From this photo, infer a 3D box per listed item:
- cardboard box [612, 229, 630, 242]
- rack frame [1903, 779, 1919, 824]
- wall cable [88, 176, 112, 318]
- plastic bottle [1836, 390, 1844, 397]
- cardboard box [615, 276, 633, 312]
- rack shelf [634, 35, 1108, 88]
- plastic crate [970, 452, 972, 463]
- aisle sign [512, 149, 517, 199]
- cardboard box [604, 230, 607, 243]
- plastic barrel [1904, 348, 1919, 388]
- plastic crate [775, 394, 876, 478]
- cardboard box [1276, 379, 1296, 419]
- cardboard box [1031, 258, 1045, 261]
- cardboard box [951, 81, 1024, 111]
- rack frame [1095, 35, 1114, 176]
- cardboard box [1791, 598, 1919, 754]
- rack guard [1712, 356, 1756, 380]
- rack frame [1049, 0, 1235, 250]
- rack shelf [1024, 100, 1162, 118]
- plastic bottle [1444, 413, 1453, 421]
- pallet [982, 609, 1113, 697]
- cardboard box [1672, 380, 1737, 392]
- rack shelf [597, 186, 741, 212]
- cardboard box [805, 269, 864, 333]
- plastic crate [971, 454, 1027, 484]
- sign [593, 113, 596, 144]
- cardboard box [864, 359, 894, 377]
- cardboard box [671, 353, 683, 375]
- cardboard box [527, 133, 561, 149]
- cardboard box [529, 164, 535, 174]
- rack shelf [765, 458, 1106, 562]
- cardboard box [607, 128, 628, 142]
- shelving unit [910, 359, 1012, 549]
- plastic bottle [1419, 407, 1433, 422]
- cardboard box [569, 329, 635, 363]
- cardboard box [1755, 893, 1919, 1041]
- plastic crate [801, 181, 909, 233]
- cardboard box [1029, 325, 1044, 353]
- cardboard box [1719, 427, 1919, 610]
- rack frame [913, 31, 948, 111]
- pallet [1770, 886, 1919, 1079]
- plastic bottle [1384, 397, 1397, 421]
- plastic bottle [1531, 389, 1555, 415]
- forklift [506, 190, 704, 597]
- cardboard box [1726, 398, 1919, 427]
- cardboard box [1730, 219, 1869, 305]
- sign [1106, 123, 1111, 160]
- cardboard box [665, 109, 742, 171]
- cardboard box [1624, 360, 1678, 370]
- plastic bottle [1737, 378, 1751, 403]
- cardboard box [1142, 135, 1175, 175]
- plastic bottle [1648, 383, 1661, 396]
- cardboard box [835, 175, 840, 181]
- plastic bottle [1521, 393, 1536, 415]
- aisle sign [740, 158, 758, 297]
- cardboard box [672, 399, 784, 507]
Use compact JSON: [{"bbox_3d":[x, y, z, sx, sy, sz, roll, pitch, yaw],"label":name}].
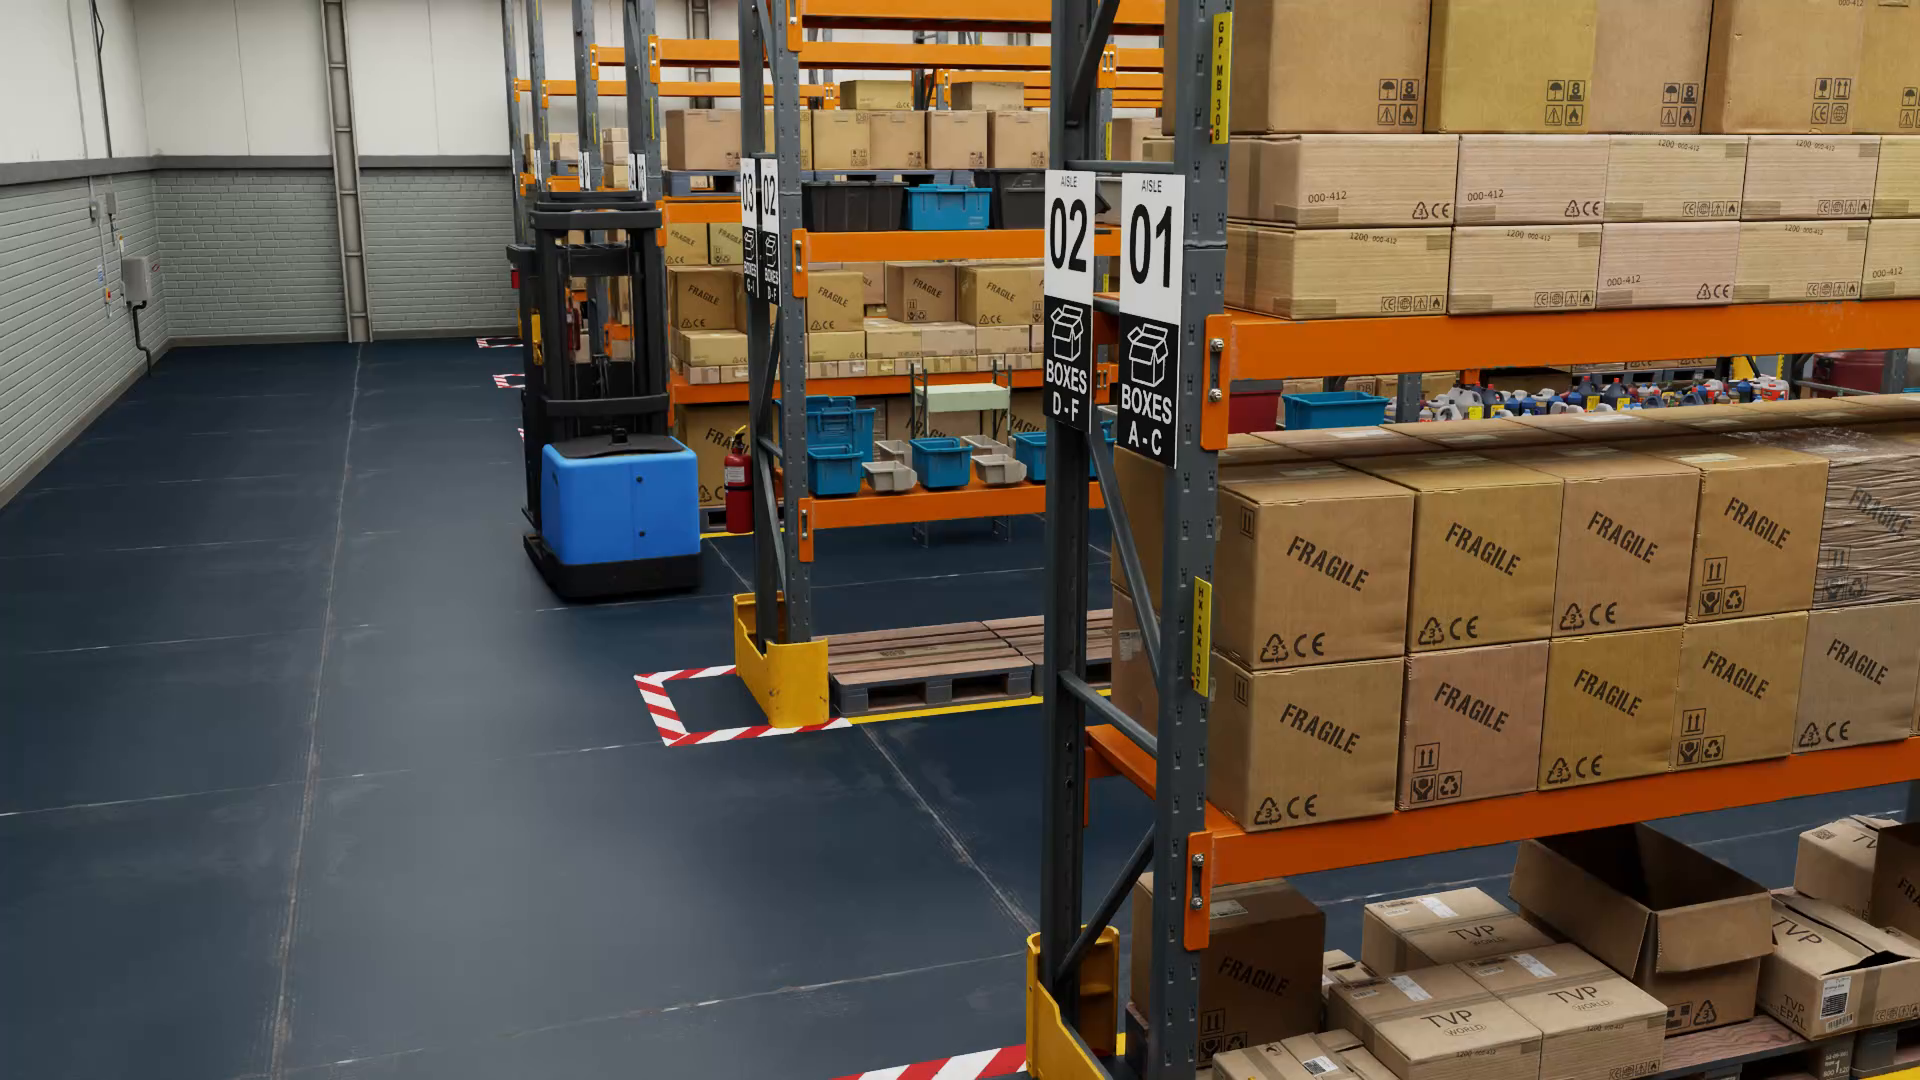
[{"bbox_3d":[-3.632,-3.350,18.724,0.500,0.500,0.500,-5,14,-18],"label":"cardboard box"},{"bbox_3d":[4.291,0.278,6.493,0.127,3.000,1.000,-4,14,-18],"label":"rack frame"},{"bbox_3d":[-11.154,-3.862,21.632,0.123,1.953,0.585,-4,14,-18],"label":"wall cable"},{"bbox_3d":[6.258,-0.924,11.797,0.133,0.283,0.061,-4,14,-18],"label":"plastic bottle"},{"bbox_3d":[-3.629,-2.861,18.830,0.500,0.500,0.500,-4,14,-15],"label":"cardboard box"},{"bbox_3d":[-0.761,-4.122,14.443,4.000,0.370,1.077,-4,14,-18],"label":"rack shelf"},{"bbox_3d":[-0.082,-0.533,10.340,0.243,0.136,0.396,-4,14,-18],"label":"plastic crate"},{"bbox_3d":[-7.374,-6.057,27.507,0.004,0.787,0.394,-4,14,-18],"label":"aisle sign"},{"bbox_3d":[-4.784,-4.321,23.450,0.500,0.500,0.500,-5,14,-20],"label":"cardboard box"},{"bbox_3d":[7.413,-1.281,12.806,0.421,0.512,0.421,0,13,0],"label":"plastic barrel"},{"bbox_3d":[-0.819,-0.626,10.085,0.499,0.435,0.616,-4,14,-18],"label":"plastic crate"},{"bbox_3d":[2.582,-1.184,16.320,0.875,0.875,1.225,-5,14,-20],"label":"cardboard box"},{"bbox_3d":[0.912,-3.348,20.087,0.250,0.149,0.380,-5,14,-19],"label":"cardboard box"},{"bbox_3d":[0.242,-3.953,14.837,0.500,0.250,0.500,-5,14,-22],"label":"cardboard box"},{"bbox_3d":[1.135,-4.814,14.934,0.127,3.000,1.000,-4,14,-18],"label":"rack frame"},{"bbox_3d":[2.925,0.399,5.767,0.500,0.500,0.500,-4,14,-17],"label":"cardboard box"},{"bbox_3d":[11.045,-2.662,24.253,0.348,0.500,1.175,-4,14,-18],"label":"rack guard"},{"bbox_3d":[0.500,-2.346,4.557,0.127,3.000,1.000,-4,14,-18],"label":"rack frame"},{"bbox_3d":[2.074,-7.974,30.638,4.000,0.370,1.077,-4,14,-18],"label":"rack shelf"},{"bbox_3d":[3.198,-0.686,10.795,0.133,0.283,0.061,-4,14,-18],"label":"plastic bottle"},{"bbox_3d":[0.872,0.701,10.738,1.213,0.211,1.003,-4,14,-18],"label":"pallet"},{"bbox_3d":[8.128,-1.443,18.178,0.500,0.500,0.700,-6,14,-22],"label":"cardboard box"},{"bbox_3d":[-2.247,-3.952,19.348,4.000,0.370,1.077,-4,14,-18],"label":"rack shelf"},{"bbox_3d":[-1.152,-2.089,14.505,0.500,0.500,0.500,-5,14,-20],"label":"cardboard box"},{"bbox_3d":[0.236,-0.416,9.850,0.298,0.136,0.250,-4,14,-18],"label":"plastic crate"},{"bbox_3d":[-3.969,-4.461,18.043,0.005,0.325,0.100,-4,14,-18],"label":"sign"},{"bbox_3d":[-0.757,-1.545,14.700,0.250,0.149,0.380,-5,14,-19],"label":"cardboard box"},{"bbox_3d":[-2.424,-1.576,14.830,0.250,0.149,0.380,-4,14,-17],"label":"cardboard box"},{"bbox_3d":[-6.903,-6.614,27.584,0.500,0.250,0.500,-5,14,-19],"label":"cardboard box"},{"bbox_3d":[-7.027,-6.171,27.667,0.250,0.149,0.380,-4,14,-17],"label":"cardboard box"},{"bbox_3d":[0.819,-0.311,10.524,4.000,0.370,1.077,-4,14,-18],"label":"rack shelf"},{"bbox_3d":[-3.763,-4.493,18.448,0.250,0.149,0.380,-5,14,-19],"label":"cardboard box"},{"bbox_3d":[0.006,-0.730,13.971,0.755,1.500,0.431,-4,14,-18],"label":"shelving unit"},{"bbox_3d":[3.232,-0.823,11.551,0.097,0.201,0.097,0,13,0],"label":"plastic bottle"},{"bbox_3d":[-5.223,-2.802,24.069,0.875,0.438,0.875,-5,14,-20],"label":"cardboard box"},{"bbox_3d":[3.131,1.531,6.082,0.500,0.311,0.500,-4,14,-18],"label":"cardboard box"},{"bbox_3d":[-0.623,-1.877,9.351,0.590,0.269,0.497,-4,14,-18],"label":"plastic crate"},{"bbox_3d":[0.800,-1.877,15.232,0.500,0.250,0.500,-5,14,-19],"label":"cardboard box"},{"bbox_3d":[2.932,-0.088,5.652,0.500,0.500,0.500,-4,14,-18],"label":"cardboard box"},{"bbox_3d":[-0.351,-5.909,19.539,0.127,3.000,1.000,-4,14,-18],"label":"rack frame"},{"bbox_3d":[3.640,1.685,6.603,1.213,0.211,1.003,-4,14,-18],"label":"pallet"},{"bbox_3d":[2.985,-0.848,11.496,0.135,0.276,0.152,-4,14,-18],"label":"plastic bottle"},{"bbox_3d":[4.157,-0.940,11.879,0.135,0.276,0.152,-4,14,-18],"label":"plastic bottle"},{"bbox_3d":[-2.948,-1.301,13.280,1.130,2.935,3.031,-5,14,-22],"label":"forklift"},{"bbox_3d":[3.266,-0.246,6.318,0.500,0.500,0.500,-5,14,-20],"label":"cardboard box"},{"bbox_3d":[2.491,-0.905,5.308,0.500,0.250,0.500,-4,14,-18],"label":"cardboard box"},{"bbox_3d":[1.313,-3.523,14.701,0.005,0.325,0.100,-4,14,-18],"label":"sign"},{"bbox_3d":[-2.180,-3.411,14.179,0.500,0.500,0.700,-5,14,-21],"label":"cardboard box"},{"bbox_3d":[9.567,-2.917,23.607,0.875,0.875,0.875,-5,14,-19],"label":"cardboard box"},{"bbox_3d":[5.874,-1.078,12.470,0.097,0.271,0.097,0,13,0],"label":"plastic bottle"},{"bbox_3d":[0.905,-1.150,5.259,0.500,0.250,0.500,-4,14,-18],"label":"cardboard box"},{"bbox_3d":[5.090,-1.017,12.214,0.097,0.271,0.097,0,13,0],"label":"plastic bottle"},{"bbox_3d":[-1.688,-4.209,19.199,0.500,0.250,0.500,-5,14,-19],"label":"cardboard box"},{"bbox_3d":[3.994,-0.894,11.699,0.097,0.271,0.097,0,13,0],"label":"plastic bottle"},{"bbox_3d":[-1.238,-1.837,9.767,0.004,0.787,0.394,-4,14,-18],"label":"aisle sign"},{"bbox_3d":[-2.075,-0.835,14.857,0.875,0.875,0.875,-4,14,-18],"label":"cardboard box"}]
